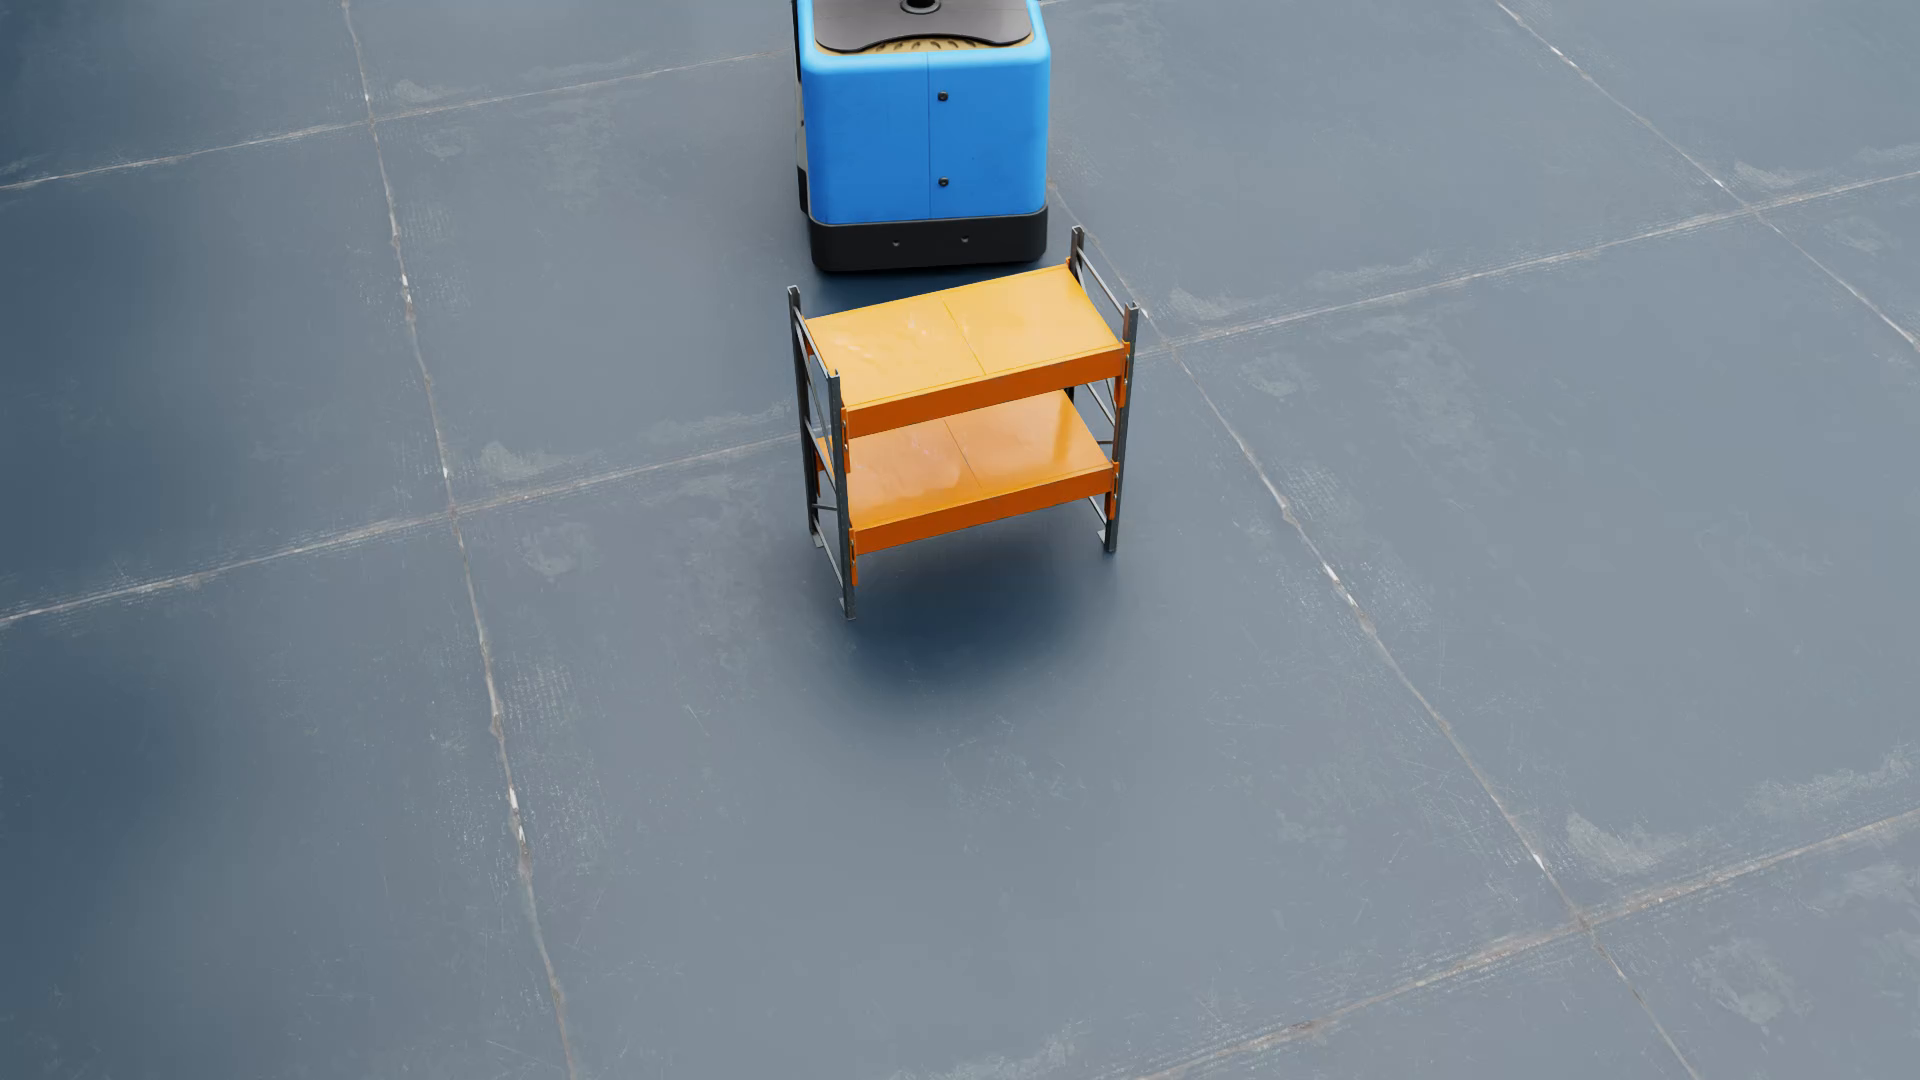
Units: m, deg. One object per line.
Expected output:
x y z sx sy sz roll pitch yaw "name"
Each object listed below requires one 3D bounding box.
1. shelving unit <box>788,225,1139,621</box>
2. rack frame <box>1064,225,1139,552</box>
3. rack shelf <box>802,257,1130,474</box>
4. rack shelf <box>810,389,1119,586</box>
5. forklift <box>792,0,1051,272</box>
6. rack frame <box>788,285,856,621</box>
0.006 -0.399 5.853 1.048 1.125 0.538 -14 47 -14 "shelving unit"
0.485 -0.521 5.975 0.032 1.125 0.500 -14 47 -14 "rack frame"
0.006 -0.605 5.646 1.000 0.278 0.538 -14 47 -14 "rack shelf"
0.006 -0.226 6.026 1.000 0.278 0.538 -14 47 -14 "rack shelf"
-0.271 -3.261 7.431 1.130 2.935 3.031 -4 45 -4 "forklift"
-0.472 -0.276 5.731 0.032 1.125 0.500 -14 47 -14 "rack frame"
